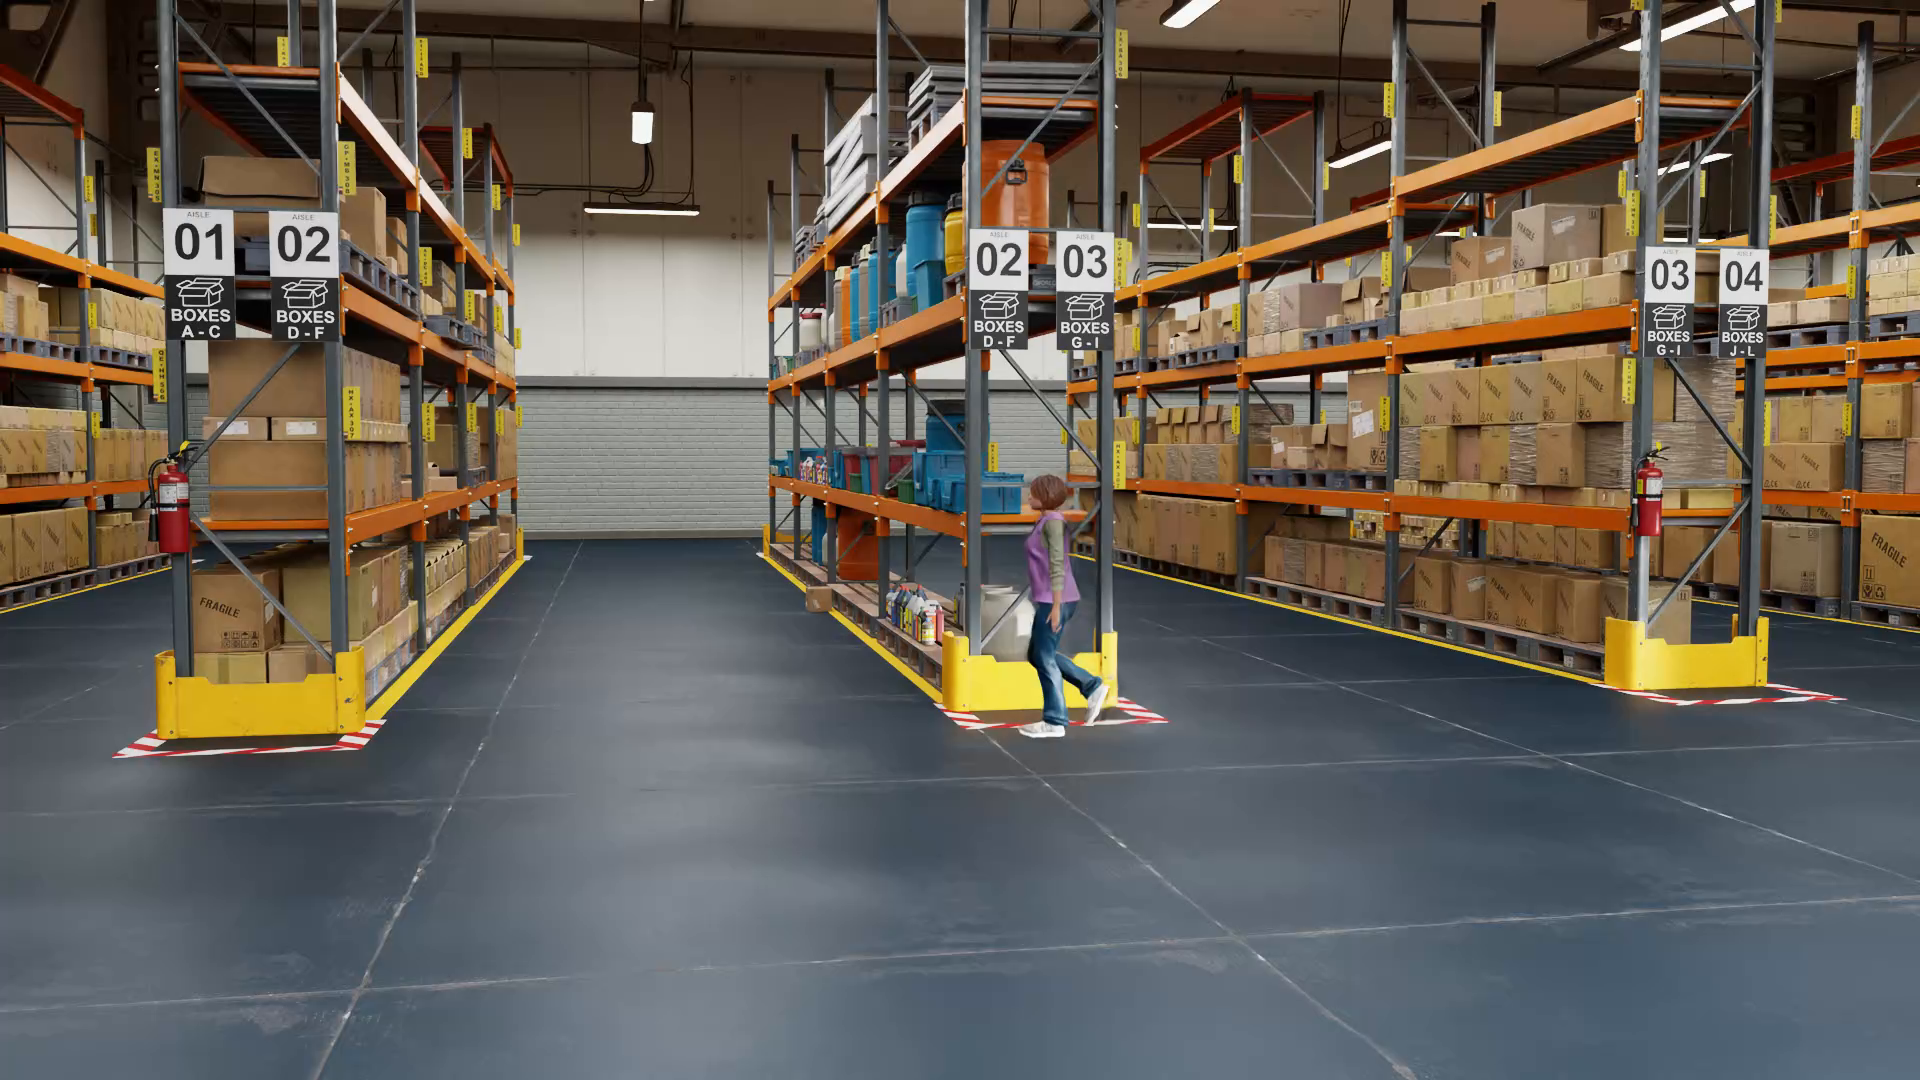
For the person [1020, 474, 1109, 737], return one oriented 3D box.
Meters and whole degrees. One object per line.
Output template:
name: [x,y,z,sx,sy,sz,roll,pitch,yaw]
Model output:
person: [0.632,0.390,10.012,0.550,1.579,0.471,0,3,-1]
